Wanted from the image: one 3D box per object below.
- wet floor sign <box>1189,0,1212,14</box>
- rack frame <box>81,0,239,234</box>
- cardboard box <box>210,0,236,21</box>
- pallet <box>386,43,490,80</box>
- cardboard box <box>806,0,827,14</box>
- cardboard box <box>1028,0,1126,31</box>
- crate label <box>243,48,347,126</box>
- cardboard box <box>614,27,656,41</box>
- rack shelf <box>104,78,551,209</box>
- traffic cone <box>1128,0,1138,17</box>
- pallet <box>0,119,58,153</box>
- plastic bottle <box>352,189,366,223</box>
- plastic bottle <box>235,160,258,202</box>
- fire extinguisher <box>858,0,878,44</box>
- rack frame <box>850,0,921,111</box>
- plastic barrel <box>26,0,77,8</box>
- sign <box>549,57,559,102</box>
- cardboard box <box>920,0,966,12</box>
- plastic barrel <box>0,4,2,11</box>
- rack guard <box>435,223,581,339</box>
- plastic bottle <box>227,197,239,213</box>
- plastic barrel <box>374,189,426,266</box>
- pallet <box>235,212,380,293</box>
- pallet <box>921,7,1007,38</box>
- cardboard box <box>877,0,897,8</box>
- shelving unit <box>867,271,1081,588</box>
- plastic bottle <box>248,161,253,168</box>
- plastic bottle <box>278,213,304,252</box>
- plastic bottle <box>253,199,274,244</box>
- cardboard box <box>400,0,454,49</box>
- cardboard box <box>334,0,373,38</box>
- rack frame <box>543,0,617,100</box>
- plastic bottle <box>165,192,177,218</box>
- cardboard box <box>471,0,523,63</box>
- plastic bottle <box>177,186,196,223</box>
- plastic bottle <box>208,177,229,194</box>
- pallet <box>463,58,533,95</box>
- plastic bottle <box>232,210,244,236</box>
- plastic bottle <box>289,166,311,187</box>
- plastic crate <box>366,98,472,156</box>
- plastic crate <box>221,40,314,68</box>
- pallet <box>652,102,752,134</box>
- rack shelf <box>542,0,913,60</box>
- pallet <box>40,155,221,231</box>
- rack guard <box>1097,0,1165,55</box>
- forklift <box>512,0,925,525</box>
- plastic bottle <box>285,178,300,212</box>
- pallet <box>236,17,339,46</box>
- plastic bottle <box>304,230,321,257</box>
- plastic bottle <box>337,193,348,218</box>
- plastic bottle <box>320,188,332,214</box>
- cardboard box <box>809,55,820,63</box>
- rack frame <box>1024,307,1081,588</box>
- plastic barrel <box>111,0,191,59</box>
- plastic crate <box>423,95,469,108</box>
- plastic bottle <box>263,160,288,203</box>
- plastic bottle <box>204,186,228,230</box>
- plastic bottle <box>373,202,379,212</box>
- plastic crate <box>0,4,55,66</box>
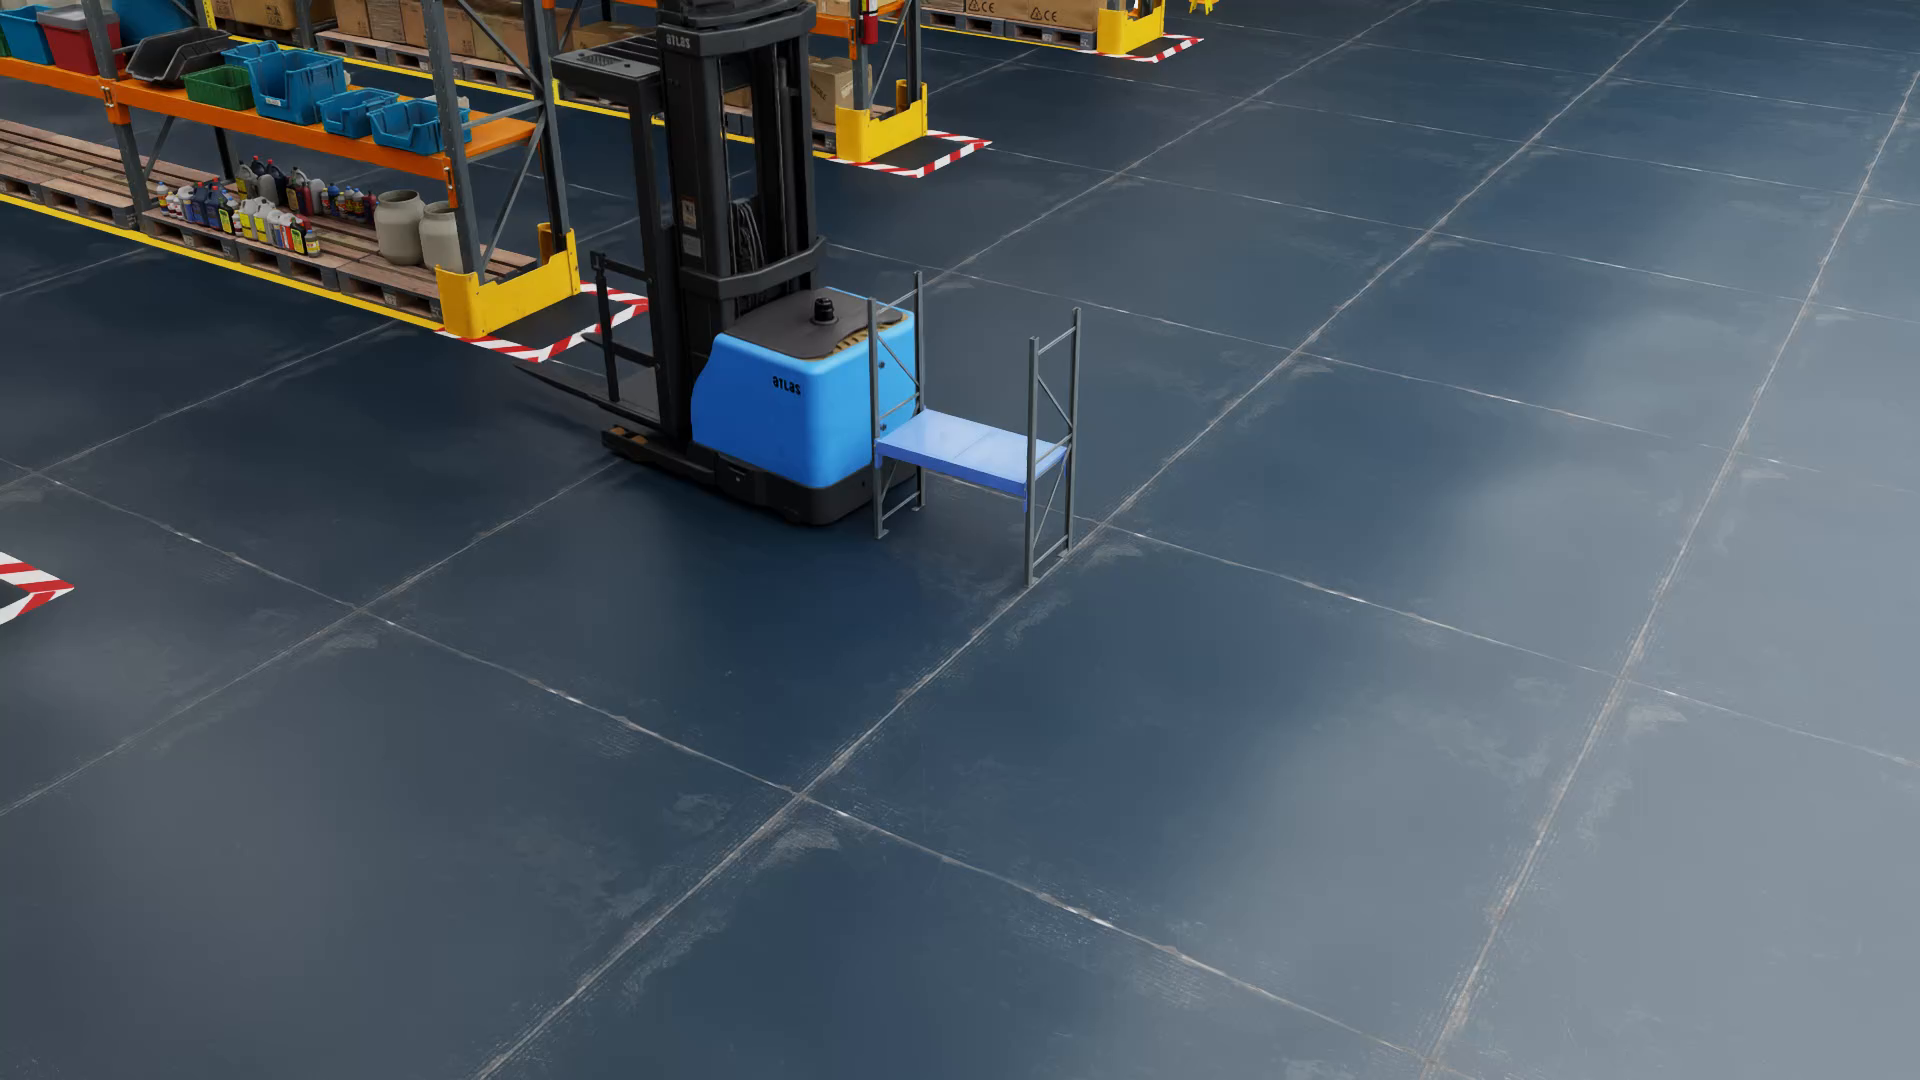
[{"bbox_3d":[3.102,-7.086,21.256,0.232,0.644,0.267,12,32,19],"label":"wet floor sign"},{"bbox_3d":[-6.719,-4.134,13.859,0.127,3.000,1.000,18,35,27],"label":"rack frame"},{"bbox_3d":[-8.798,-7.019,20.496,0.875,0.875,1.225,18,35,27],"label":"cardboard box"},{"bbox_3d":[-5.783,-5.578,19.101,1.213,0.211,1.003,18,35,27],"label":"pallet"},{"bbox_3d":[-1.260,-5.123,15.804,0.250,0.149,0.380,18,35,27],"label":"cardboard box"},{"bbox_3d":[1.415,-6.683,19.920,0.875,0.875,0.875,18,35,28],"label":"cardboard box"},{"bbox_3d":[-5.033,-3.455,12.660,0.616,0.435,0.502,18,35,27],"label":"crate label"},{"bbox_3d":[-3.279,-5.075,17.536,0.500,0.500,0.500,-23,37,-33],"label":"cardboard box"},{"bbox_3d":[-5.025,-3.287,13.122,4.000,0.370,1.077,18,35,27],"label":"rack shelf"},{"bbox_3d":[2.330,-6.918,21.150,0.334,0.463,0.336,18,35,27],"label":"traffic cone"},{"bbox_3d":[-9.471,-3.777,16.014,1.213,0.211,1.003,18,35,27],"label":"pallet"},{"bbox_3d":[-4.991,-2.784,13.817,0.097,0.271,0.097,0,30,0],"label":"plastic bottle"},{"bbox_3d":[-6.097,-3.068,14.225,0.185,0.351,0.144,18,35,27],"label":"plastic bottle"},{"bbox_3d":[-0.846,-4.915,15.275,0.183,0.674,0.296,18,35,27],"label":"fire extinguisher"},{"bbox_3d":[-0.698,-5.176,15.646,0.127,3.000,1.000,18,35,27],"label":"rack frame"},{"bbox_3d":[-8.034,-4.739,14.761,0.433,0.535,0.433,0,30,0],"label":"plastic barrel"},{"bbox_3d":[-3.035,-3.415,12.353,0.005,0.325,0.100,18,35,27],"label":"sign"},{"bbox_3d":[-0.102,-7.163,20.743,0.875,0.875,0.875,18,35,28],"label":"cardboard box"},{"bbox_3d":[-8.765,-4.956,15.158,0.421,0.512,0.421,0,30,0],"label":"plastic barrel"},{"bbox_3d":[-3.420,-1.983,12.652,0.348,0.500,1.175,18,35,27],"label":"rack guard"},{"bbox_3d":[-5.951,-2.678,13.634,0.097,0.271,0.097,0,30,0],"label":"plastic bottle"},{"bbox_3d":[-4.353,-2.447,13.020,0.421,0.512,0.421,0,30,0],"label":"plastic barrel"},{"bbox_3d":[-5.134,-2.405,13.663,1.213,0.211,1.003,18,35,27],"label":"pallet"},{"bbox_3d":[0.277,-6.569,20.801,1.213,0.211,1.003,18,35,27],"label":"pallet"},{"bbox_3d":[-0.812,-5.246,16.014,0.250,0.149,0.380,18,35,27],"label":"cardboard box"},{"bbox_3d":[0.072,-0.625,9.333,1.048,1.500,0.538,18,35,27],"label":"shelving unit"},{"bbox_3d":[-6.136,-3.162,14.453,0.133,0.283,0.061,19,35,30],"label":"plastic bottle"},{"bbox_3d":[-5.318,-2.460,13.256,0.135,0.276,0.152,18,35,28],"label":"plastic bottle"},{"bbox_3d":[-5.578,-2.572,13.374,0.185,0.351,0.144,19,35,29],"label":"plastic bottle"},{"bbox_3d":[-5.935,-5.966,19.044,0.500,0.500,0.700,21,36,31],"label":"cardboard box"},{"bbox_3d":[-6.895,-6.259,19.545,0.500,0.500,0.700,16,34,25],"label":"cardboard box"},{"bbox_3d":[-4.085,-6.248,17.482,0.127,3.000,1.000,18,35,27],"label":"rack frame"},{"bbox_3d":[-6.596,-2.815,13.939,0.097,0.201,0.097,0,30,0],"label":"plastic bottle"},{"bbox_3d":[-4.988,-5.667,18.532,0.500,0.500,0.700,17,34,27],"label":"cardboard box"},{"bbox_3d":[-6.393,-2.800,13.839,0.135,0.276,0.152,19,35,29],"label":"plastic bottle"},{"bbox_3d":[-6.179,-2.848,13.847,0.185,0.351,0.144,18,35,27],"label":"plastic bottle"},{"bbox_3d":[-4.746,-5.251,18.541,1.213,0.211,1.003,18,35,27],"label":"pallet"},{"bbox_3d":[-5.868,-2.585,13.545,0.097,0.201,0.097,0,30,0],"label":"plastic bottle"},{"bbox_3d":[-5.584,-2.992,14.094,0.185,0.351,0.144,17,34,27],"label":"plastic bottle"},{"bbox_3d":[-3.914,-3.004,12.070,0.616,0.251,0.499,18,35,27],"label":"plastic crate"},{"bbox_3d":[-5.637,-3.889,13.587,0.616,0.251,0.499,18,35,27],"label":"plastic crate"},{"bbox_3d":[-2.460,-4.552,17.343,1.213,0.211,1.003,18,35,27],"label":"pallet"},{"bbox_3d":[-2.391,-5.401,16.745,4.000,0.370,1.077,18,35,27],"label":"rack shelf"},{"bbox_3d":[-7.404,-3.123,14.894,1.213,0.211,1.003,18,35,27],"label":"pallet"},{"bbox_3d":[2.045,-6.180,19.847,0.348,0.500,1.175,18,35,27],"label":"rack guard"},{"bbox_3d":[-1.676,-1.949,10.183,3.031,2.935,1.130,22,37,32],"label":"forklift"},{"bbox_3d":[-5.617,-2.912,14.024,0.133,0.283,0.061,18,35,27],"label":"plastic bottle"},{"bbox_3d":[-8.101,-6.358,20.439,1.213,0.211,1.003,18,35,27],"label":"pallet"},{"bbox_3d":[-5.119,-2.348,13.139,0.097,0.201,0.097,0,30,0],"label":"plastic bottle"},{"bbox_3d":[-5.160,-2.807,13.926,0.097,0.201,0.097,0,30,0],"label":"plastic bottle"},{"bbox_3d":[-5.334,-2.862,14.020,0.097,0.201,0.097,0,30,0],"label":"plastic bottle"},{"bbox_3d":[-1.742,-4.598,16.718,0.500,0.500,0.500,-25,38,-36],"label":"cardboard box"},{"bbox_3d":[0.503,-0.489,9.099,0.032,1.500,0.500,18,35,27],"label":"rack frame"},{"bbox_3d":[-6.885,-4.583,14.132,0.708,0.901,0.600,18,35,27],"label":"plastic barrel"},{"bbox_3d":[-3.918,-3.325,12.735,0.250,0.136,0.298,18,35,27],"label":"plastic crate"},{"bbox_3d":[-5.857,-3.079,14.243,0.185,0.351,0.144,16,34,25],"label":"plastic bottle"},{"bbox_3d":[-6.096,-2.736,13.655,0.185,0.351,0.144,16,34,25],"label":"plastic bottle"},{"bbox_3d":[-4.788,-2.690,13.724,0.097,0.201,0.097,0,30,0],"label":"plastic bottle"},{"bbox_3d":[-7.818,-4.290,14.142,0.575,0.384,0.392,18,35,27],"label":"plastic crate"}]
